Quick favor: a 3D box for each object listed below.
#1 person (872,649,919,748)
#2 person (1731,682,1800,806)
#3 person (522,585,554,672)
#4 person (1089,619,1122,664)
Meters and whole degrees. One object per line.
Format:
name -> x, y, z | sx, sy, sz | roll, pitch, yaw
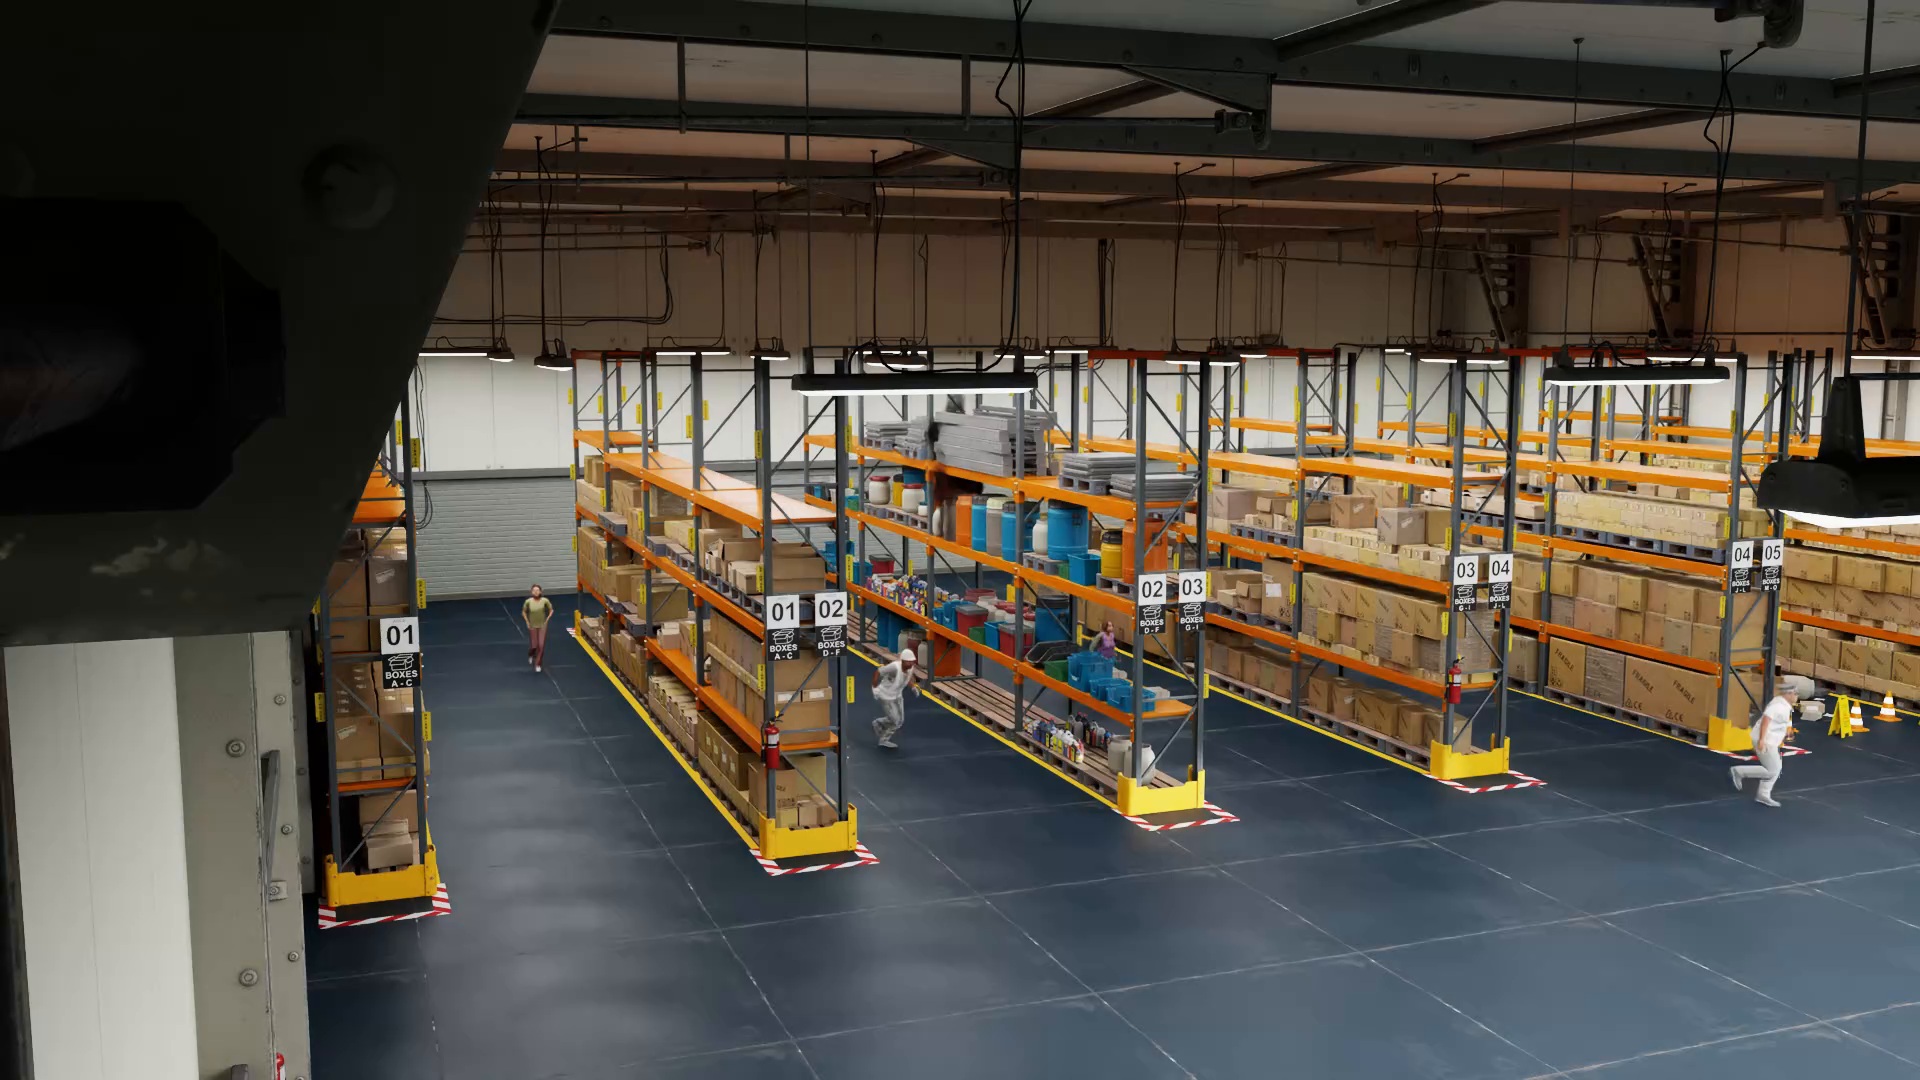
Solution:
person -> -1.024, 2.415, 25.293 | 0.868, 1.583, 0.711 | 6, 9, 41
person -> 10.843, 2.733, 22.430 | 0.790, 1.709, 0.658 | 2, 7, 18
person -> -7.933, 1.643, 31.304 | 0.574, 1.639, 0.583 | -2, 7, -16
person -> 2.434, 2.091, 28.093 | 0.519, 1.530, 0.564 | -7, 10, -42
